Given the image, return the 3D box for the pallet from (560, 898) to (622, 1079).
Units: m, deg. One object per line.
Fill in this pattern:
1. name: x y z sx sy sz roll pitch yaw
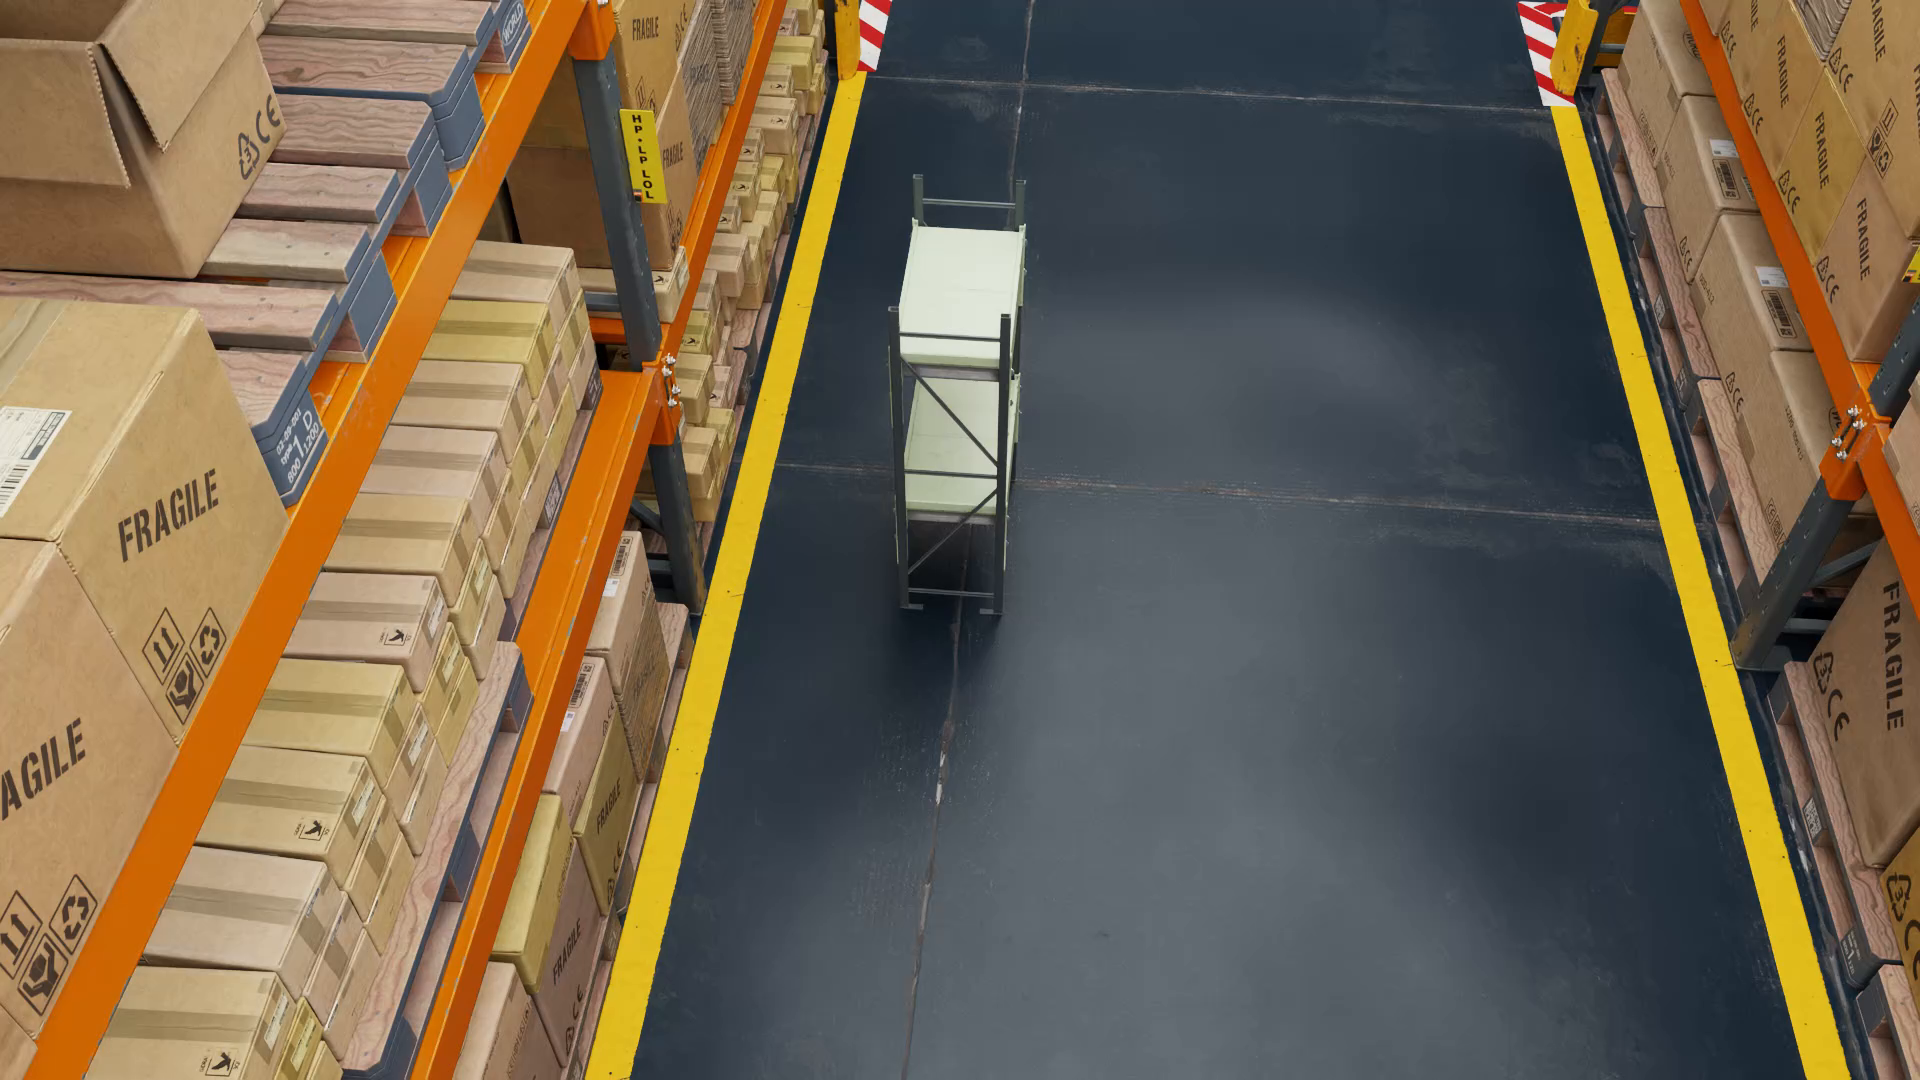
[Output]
1. pallet: -1.678 1.623 5.122 1.003 0.211 1.213 4 48 4

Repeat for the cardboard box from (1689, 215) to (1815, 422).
1. cardboard box: 3.684 -0.920 7.010 0.875 0.438 0.875 3 48 2

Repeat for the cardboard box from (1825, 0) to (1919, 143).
1. cardboard box: 3.262 -1.639 5.471 0.500 0.500 0.500 3 48 3

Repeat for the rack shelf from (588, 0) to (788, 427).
1. rack shelf: -1.317 -2.016 7.049 1.077 0.370 4.000 4 48 4

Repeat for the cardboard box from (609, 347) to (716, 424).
1. cardboard box: -1.178 -0.607 6.517 0.380 0.149 0.250 6 48 5

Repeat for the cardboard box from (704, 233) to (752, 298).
1. cardboard box: -1.098 -1.171 7.033 0.380 0.149 0.250 5 48 4

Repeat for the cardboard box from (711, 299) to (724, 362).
1. cardboard box: -1.200 -0.886 6.973 0.380 0.149 0.250 2 48 2

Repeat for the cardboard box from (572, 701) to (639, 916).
1. cardboard box: -1.363 0.850 5.349 0.500 0.500 0.500 3 48 3

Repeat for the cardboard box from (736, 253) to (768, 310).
1. cardboard box: -1.068 -1.171 7.436 0.380 0.149 0.250 3 48 2

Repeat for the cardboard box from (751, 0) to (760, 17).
1. cardboard box: -1.064 -2.398 6.641 0.500 0.500 0.500 6 48 5

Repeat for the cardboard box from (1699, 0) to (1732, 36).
1. cardboard box: 3.391 -2.424 6.867 0.500 0.500 0.500 4 48 3

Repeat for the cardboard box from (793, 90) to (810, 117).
1. cardboard box: -0.944 -2.220 8.193 0.380 0.149 0.250 2 48 2

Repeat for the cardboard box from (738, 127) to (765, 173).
1. cardboard box: -1.098 -1.750 7.562 0.380 0.149 0.250 2 48 2

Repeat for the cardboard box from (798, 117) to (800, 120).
1. cardboard box: -1.008 -2.123 8.307 0.380 0.149 0.250 4 48 3

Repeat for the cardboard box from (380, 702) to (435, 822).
1. cardboard box: -1.483 0.506 3.938 0.380 0.149 0.250 5 48 5

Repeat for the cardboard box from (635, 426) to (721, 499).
1. cardboard box: -1.148 -0.314 6.450 0.380 0.149 0.250 6 48 5

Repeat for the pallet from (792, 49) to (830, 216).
1. pallet: -1.251 -2.137 8.561 1.003 0.211 1.213 4 48 4

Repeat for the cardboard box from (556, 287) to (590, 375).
1. cardboard box: -1.339 -0.641 4.987 0.380 0.149 0.250 5 48 5

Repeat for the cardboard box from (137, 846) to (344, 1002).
1. cardboard box: -1.533 0.795 3.473 0.380 0.149 0.250 6 48 5

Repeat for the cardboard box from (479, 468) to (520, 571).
1. cardboard box: -1.408 -0.064 4.460 0.380 0.149 0.250 2 48 2

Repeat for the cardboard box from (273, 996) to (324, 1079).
1. cardboard box: -1.554 1.070 3.423 0.380 0.149 0.250 4 48 4

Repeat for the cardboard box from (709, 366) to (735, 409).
1. cardboard box: -1.151 -0.596 6.910 0.380 0.149 0.250 4 48 3

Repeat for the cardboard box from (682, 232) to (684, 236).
1. cardboard box: -1.198 -1.085 5.880 0.380 0.149 0.250 5 48 5

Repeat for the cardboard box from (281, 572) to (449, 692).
1. cardboard box: -1.461 0.219 4.000 0.380 0.149 0.250 2 48 2

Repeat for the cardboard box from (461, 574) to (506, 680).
1. cardboard box: -1.429 0.222 4.400 0.380 0.149 0.250 2 48 2

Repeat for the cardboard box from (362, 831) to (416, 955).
1. cardboard box: -1.503 0.804 3.868 0.380 0.149 0.250 4 48 4

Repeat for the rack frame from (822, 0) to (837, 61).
1. rack frame: -1.135 -3.729 8.127 1.000 3.000 0.127 4 48 4

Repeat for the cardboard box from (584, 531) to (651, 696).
1. cardboard box: -1.316 0.224 5.414 0.500 0.250 0.500 3 48 2

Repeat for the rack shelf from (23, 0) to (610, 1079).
1. rack shelf: -1.682 -0.089 3.253 1.077 0.370 4.000 4 48 4

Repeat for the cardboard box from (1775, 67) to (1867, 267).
1. cardboard box: 3.268 -1.301 5.839 0.500 0.500 0.500 3 48 3

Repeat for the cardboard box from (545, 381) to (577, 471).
1. cardboard box: -1.361 -0.350 4.923 0.380 0.149 0.250 4 48 4

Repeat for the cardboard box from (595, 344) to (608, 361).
1. cardboard box: -1.648 -0.897 6.984 0.380 0.149 0.250 4 48 4

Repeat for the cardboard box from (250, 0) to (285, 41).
1. cardboard box: -1.789 -1.281 3.632 0.500 0.311 0.500 3 48 3

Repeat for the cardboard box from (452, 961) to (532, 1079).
1. cardboard box: -1.456 1.373 4.363 0.500 0.250 0.500 4 48 4

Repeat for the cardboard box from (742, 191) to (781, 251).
1. cardboard box: -1.018 -1.447 7.486 0.380 0.149 0.250 4 48 4

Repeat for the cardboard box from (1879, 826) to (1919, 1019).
1. cardboard box: 3.388 1.170 4.802 0.875 0.875 0.875 5 48 5

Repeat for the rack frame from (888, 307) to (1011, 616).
1. rack frame: -0.034 -0.232 5.946 0.400 1.500 0.023 4 48 4

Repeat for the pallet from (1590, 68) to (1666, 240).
1. pallet: 3.809 -1.936 8.378 1.003 0.211 1.213 4 48 4

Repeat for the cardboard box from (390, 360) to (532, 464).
1. cardboard box: -1.391 -0.352 4.521 0.380 0.149 0.250 2 48 2

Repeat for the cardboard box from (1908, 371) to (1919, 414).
1. cardboard box: 3.118 -0.344 4.795 0.500 0.250 0.500 3 48 2

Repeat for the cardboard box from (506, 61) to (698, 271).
1. cardboard box: -1.203 -1.270 5.610 0.500 0.500 0.500 3 48 3

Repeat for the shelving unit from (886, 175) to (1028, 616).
1. shelving unit: -0.001 -0.501 6.192 0.431 1.500 0.755 4 48 4

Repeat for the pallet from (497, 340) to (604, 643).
1. pallet: -1.714 -0.173 5.005 1.003 0.211 1.213 4 48 4

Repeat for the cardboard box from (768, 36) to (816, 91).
1. cardboard box: -0.908 -2.323 8.086 0.380 0.149 0.250 3 48 3

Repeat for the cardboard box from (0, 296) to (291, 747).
1. cardboard box: -1.468 -0.033 2.647 0.500 0.500 0.500 4 48 4

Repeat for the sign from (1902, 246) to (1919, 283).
1. sign: 2.886 -0.886 4.887 0.100 0.325 0.005 4 48 4

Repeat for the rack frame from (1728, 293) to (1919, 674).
1. rack frame: 3.439 -0.531 5.203 1.000 3.000 0.127 4 48 4
